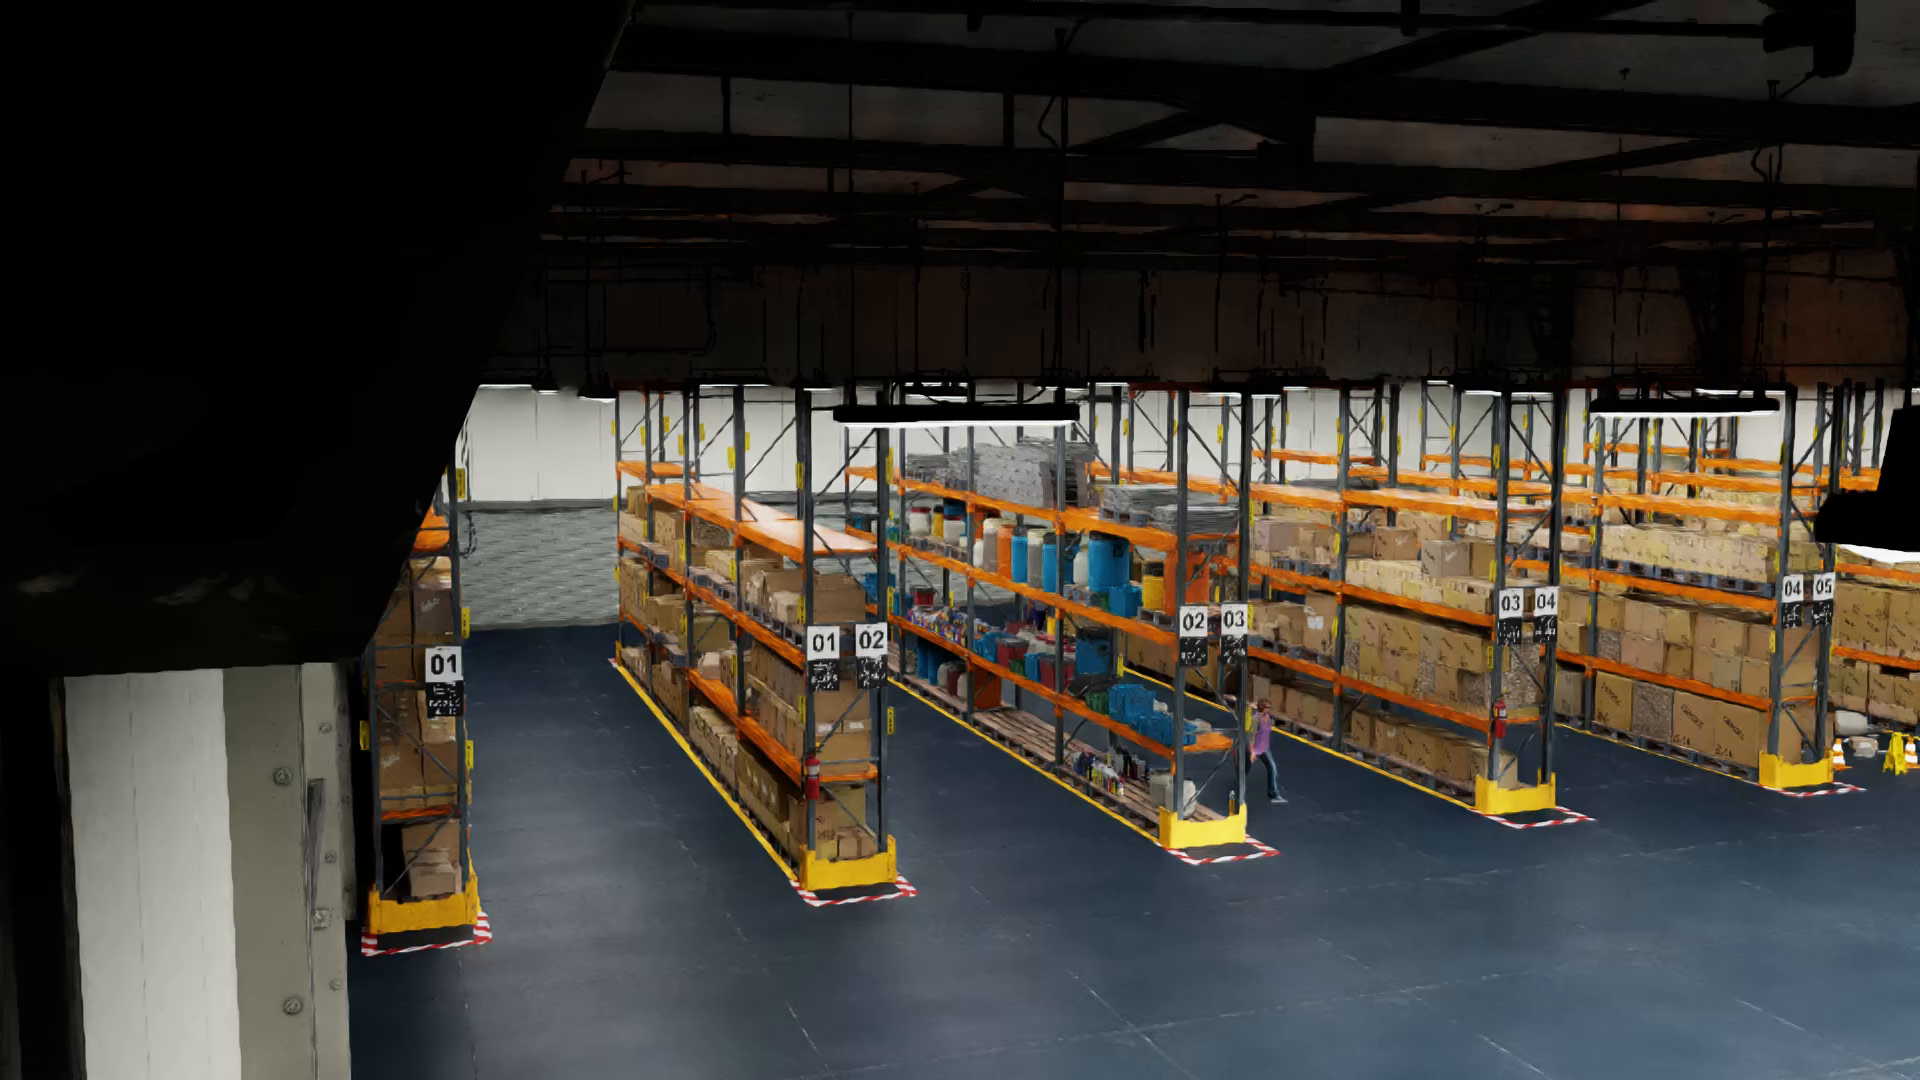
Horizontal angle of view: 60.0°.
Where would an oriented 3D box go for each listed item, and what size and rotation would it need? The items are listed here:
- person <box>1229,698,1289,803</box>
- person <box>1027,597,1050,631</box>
[{"bbox_3d":[4.301,3.030,24.027,0.453,1.529,0.881,-6,8,-43],"label":"person"},{"bbox_3d":[1.769,1.631,36.941,0.479,1.563,1.082,-2,6,-21],"label":"person"}]
